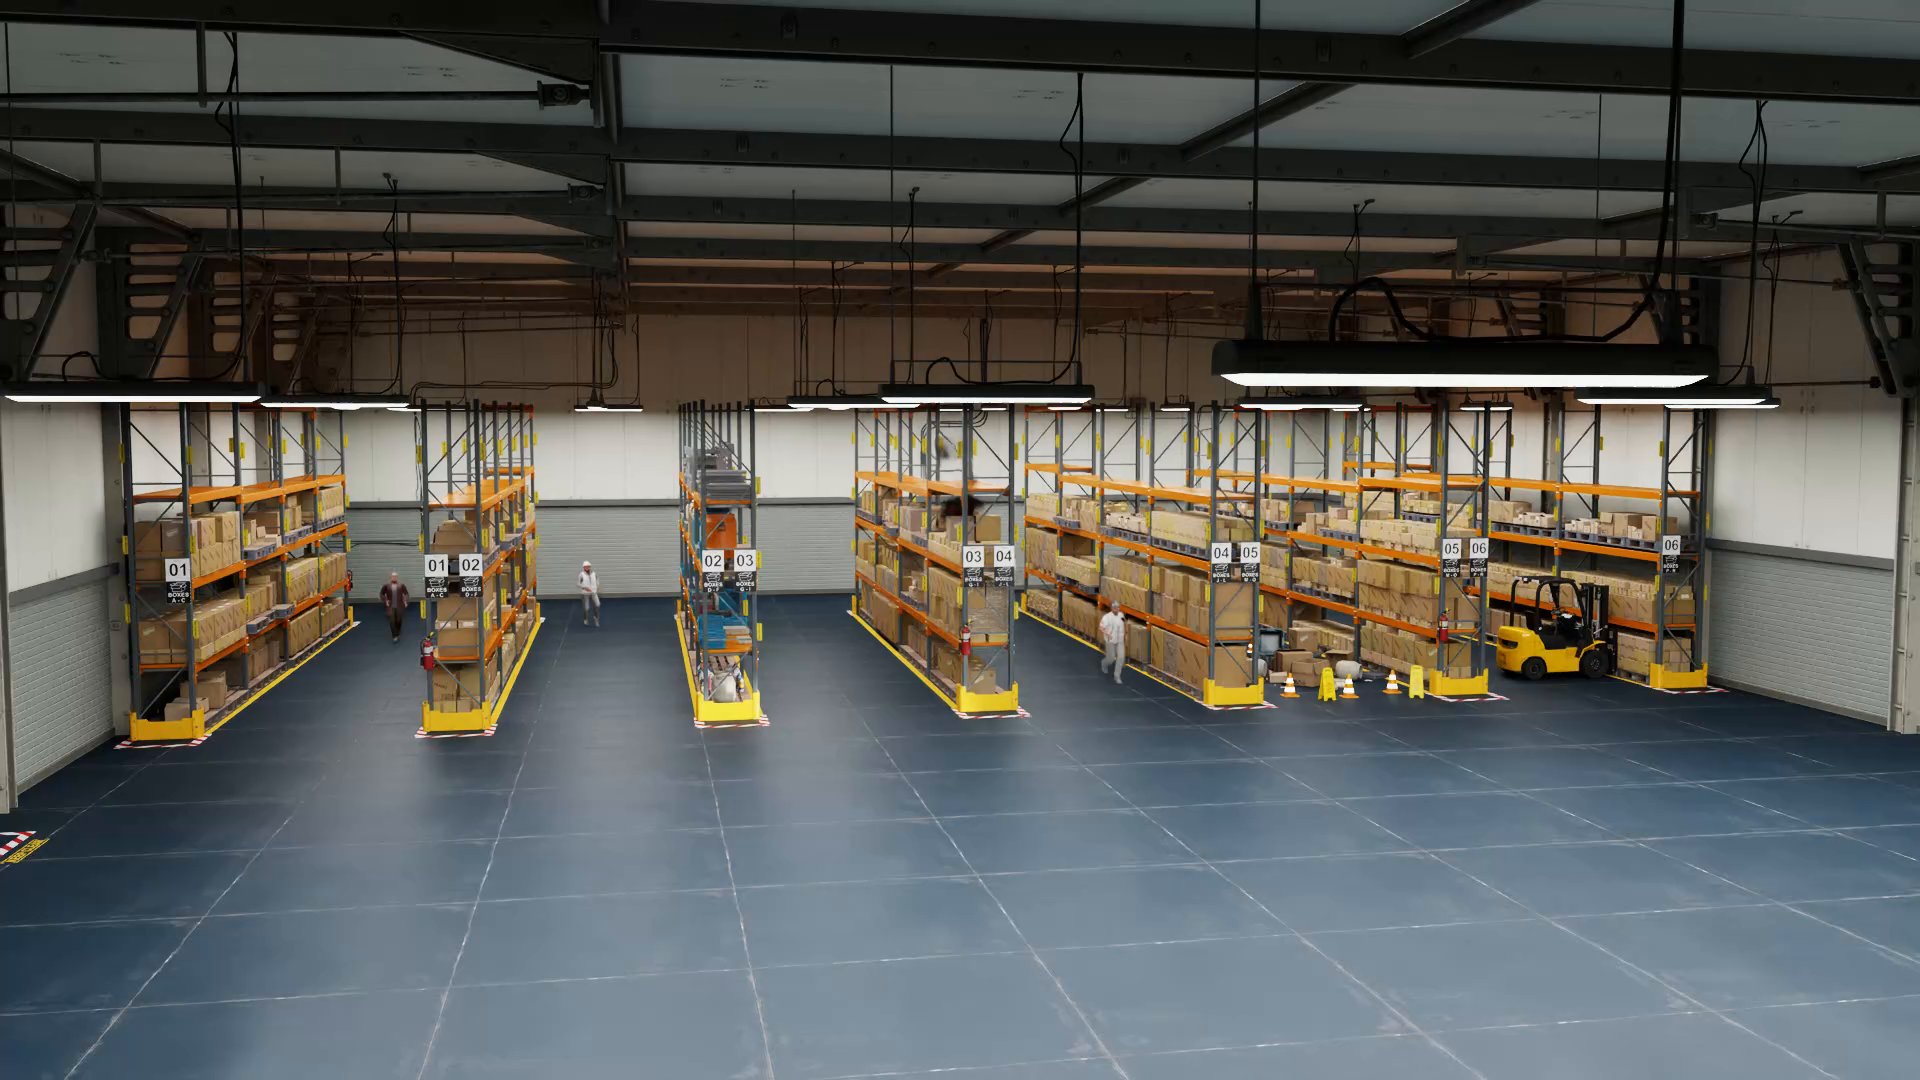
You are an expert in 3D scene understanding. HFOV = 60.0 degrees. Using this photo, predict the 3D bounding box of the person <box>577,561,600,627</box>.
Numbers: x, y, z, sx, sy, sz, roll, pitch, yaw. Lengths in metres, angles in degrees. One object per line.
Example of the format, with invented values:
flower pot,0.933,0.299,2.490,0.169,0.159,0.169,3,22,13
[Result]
person,-10.027,1.464,44.929,0.665,1.802,0.698,-3,5,-31

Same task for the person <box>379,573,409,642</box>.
person,-14.314,1.692,42.085,0.712,1.738,0.643,-1,5,-19

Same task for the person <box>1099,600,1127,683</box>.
person,3.311,2.173,35.785,0.672,1.790,0.814,-1,5,-18
